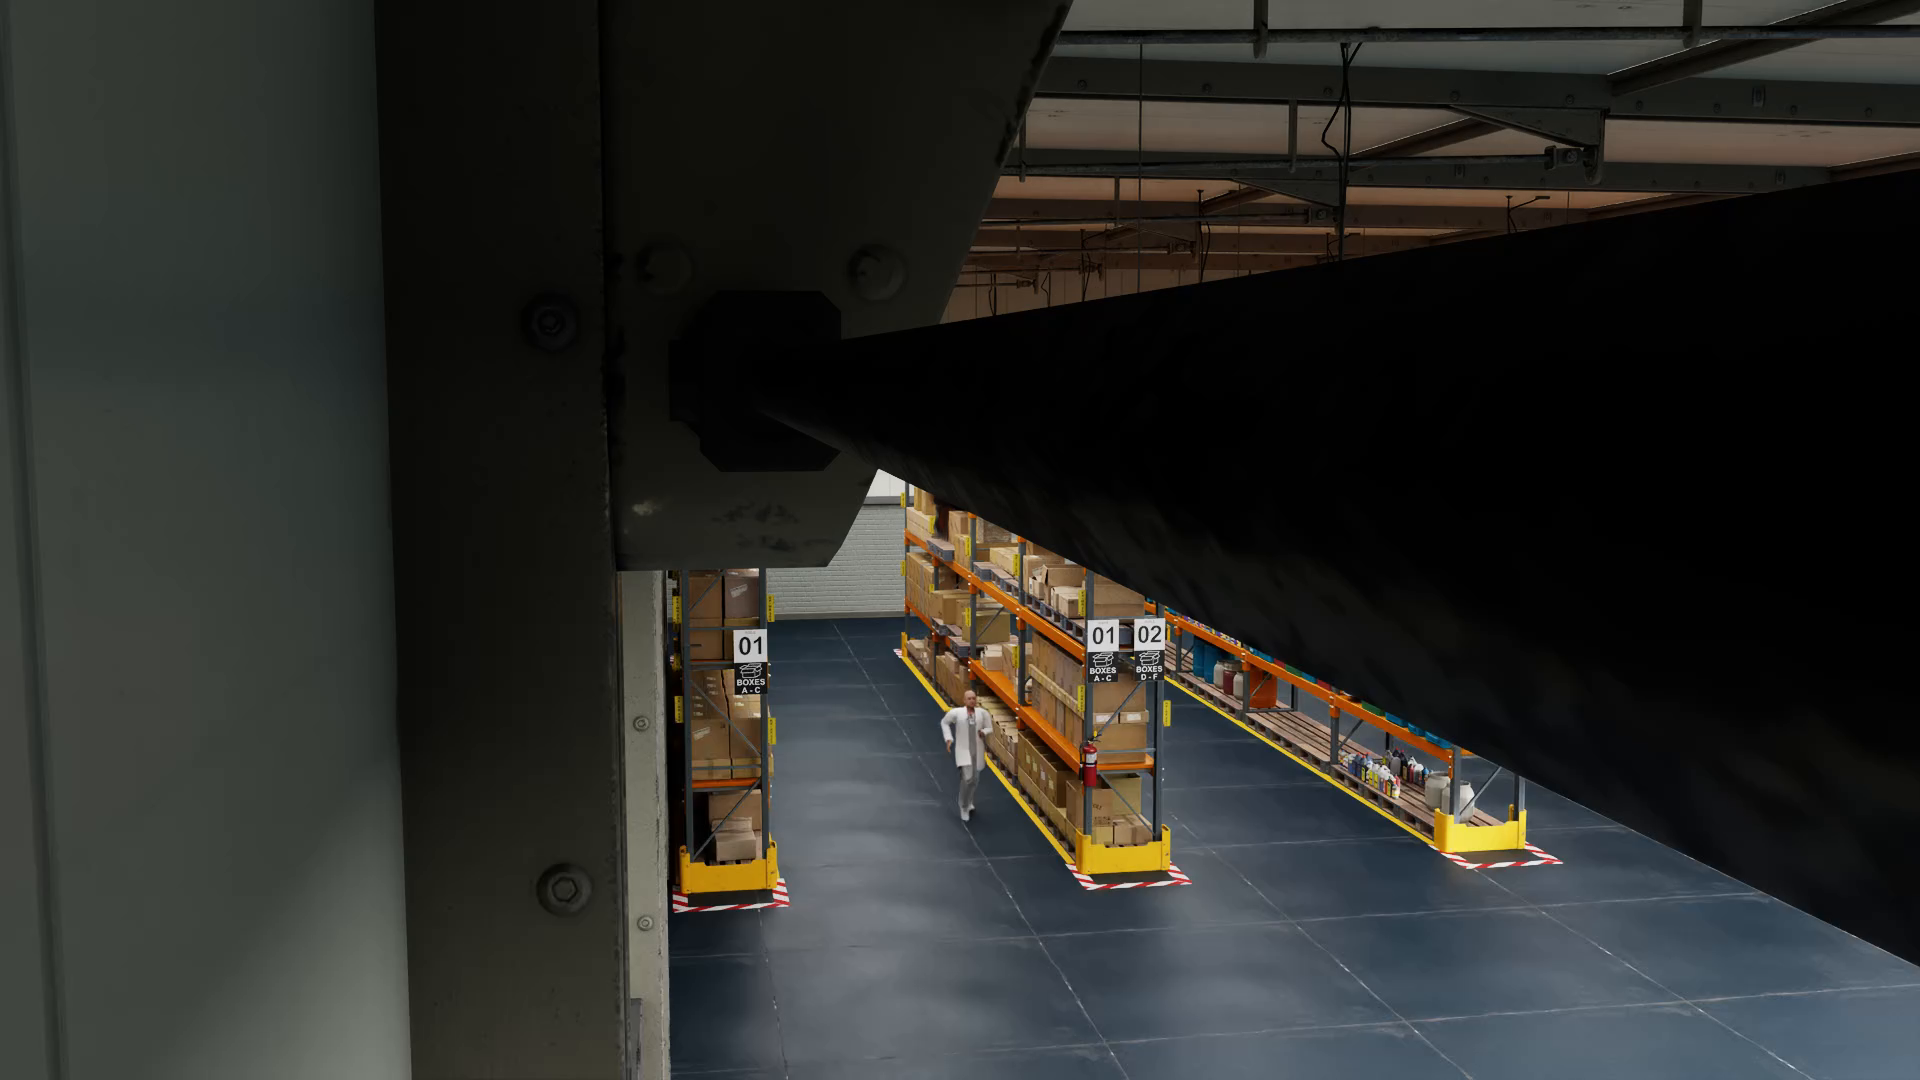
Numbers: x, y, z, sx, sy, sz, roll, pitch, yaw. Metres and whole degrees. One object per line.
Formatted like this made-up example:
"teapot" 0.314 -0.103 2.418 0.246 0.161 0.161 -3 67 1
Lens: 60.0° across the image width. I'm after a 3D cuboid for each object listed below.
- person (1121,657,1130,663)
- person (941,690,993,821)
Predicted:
"person" 2.940 2.364 30.455 0.558 1.685 0.667 -2 6 -20
"person" 0.132 3.027 23.431 0.670 1.834 0.809 -2 6 -19
